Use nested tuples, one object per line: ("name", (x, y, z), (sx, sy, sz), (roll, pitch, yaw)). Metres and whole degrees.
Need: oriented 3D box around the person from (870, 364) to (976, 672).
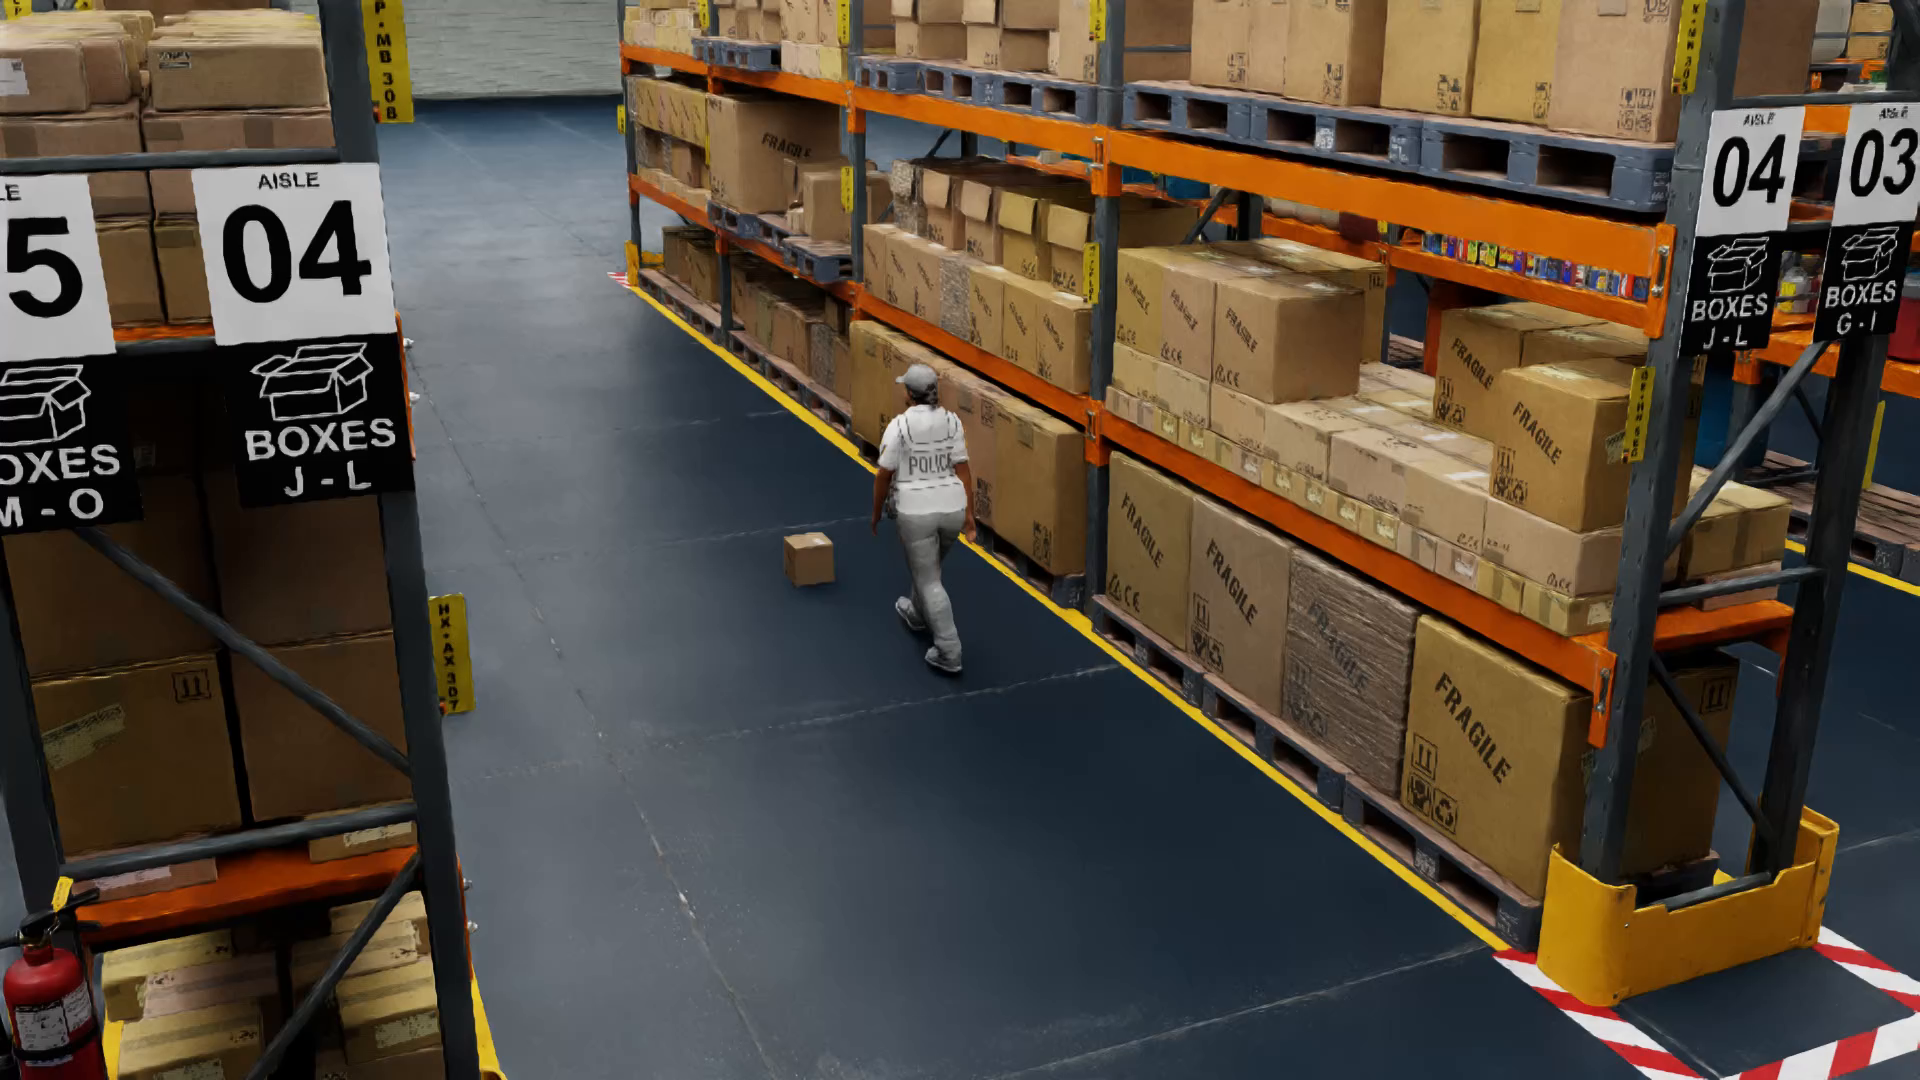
("person", (-0.240, -0.168, 9.073), (0.496, 1.606, 0.934), (-11, 22, -29))
